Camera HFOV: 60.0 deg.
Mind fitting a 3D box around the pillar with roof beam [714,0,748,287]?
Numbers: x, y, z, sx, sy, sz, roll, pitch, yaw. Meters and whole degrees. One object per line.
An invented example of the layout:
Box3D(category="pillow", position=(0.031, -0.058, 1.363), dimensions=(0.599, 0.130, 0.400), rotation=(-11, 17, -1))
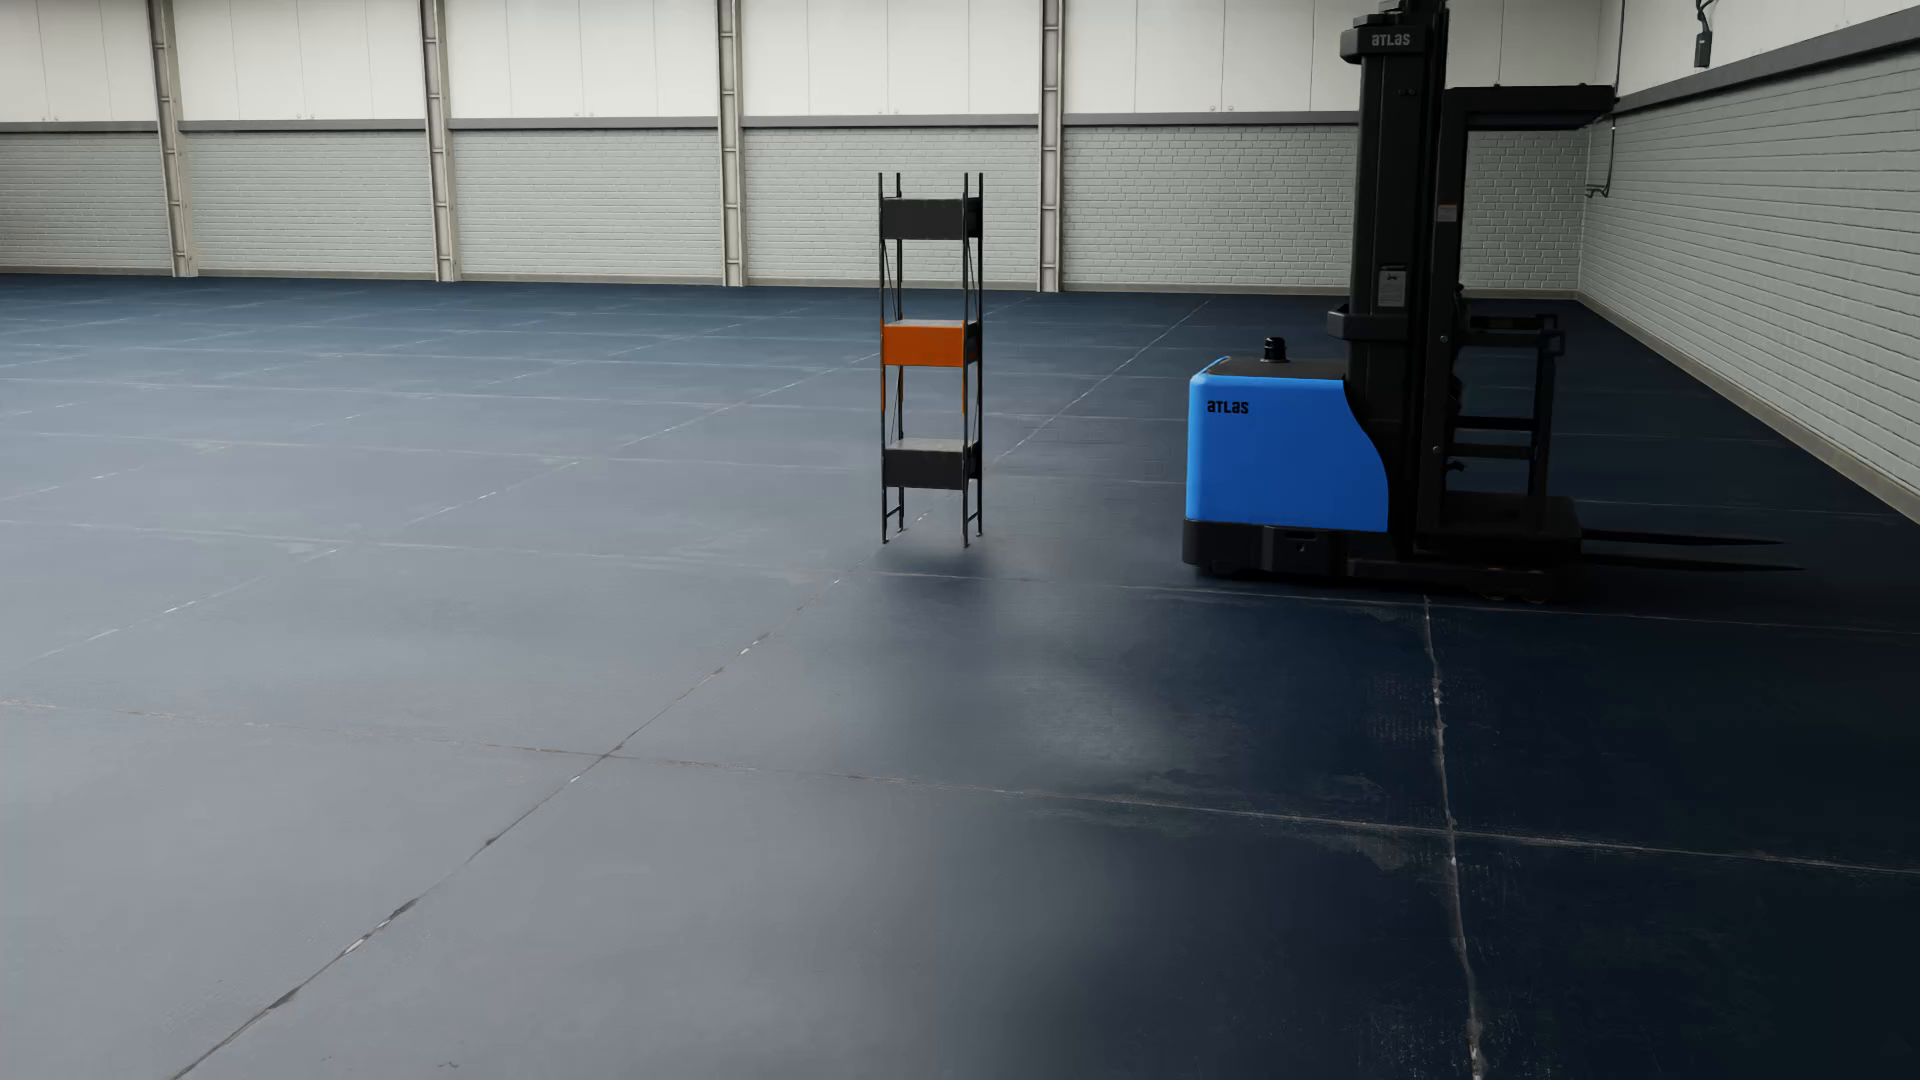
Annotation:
Box3D(category="pillar with roof beam", position=(-5.253, -8.271, 26.239), dimensions=(0.400, 9.000, 9.100), rotation=(3, 13, 14))

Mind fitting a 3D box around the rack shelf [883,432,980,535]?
Box3D(category="rack shelf", position=(-0.161, -0.337, 9.700), dimensions=(0.480, 0.518, 0.431), rotation=(3, 13, 14))

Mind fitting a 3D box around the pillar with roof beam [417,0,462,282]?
Box3D(category="pillar with roof beam", position=(-11.078, -8.583, 27.643), dimensions=(0.400, 9.000, 9.100), rotation=(3, 13, 14))

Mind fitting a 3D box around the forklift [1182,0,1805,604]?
Box3D(category="forklift", position=(2.763, -1.242, 8.565), dimensions=(3.031, 2.935, 1.130), rotation=(4, 13, 17))

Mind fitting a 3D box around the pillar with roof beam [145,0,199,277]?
Box3D(category="pillar with roof beam", position=(-16.903, -8.894, 29.046), dimensions=(0.400, 9.000, 9.100), rotation=(3, 13, 14))

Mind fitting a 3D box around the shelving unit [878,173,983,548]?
Box3D(category="shelving unit", position=(-0.161, -1.034, 9.545), dimensions=(0.503, 2.100, 0.431), rotation=(3, 13, 14))

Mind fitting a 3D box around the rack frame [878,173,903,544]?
Box3D(category="rack frame", position=(-0.398, -1.046, 9.602), dimensions=(0.015, 2.100, 0.400), rotation=(3, 13, 14))

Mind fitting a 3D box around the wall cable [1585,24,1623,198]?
Box3D(category="wall cable", position=(9.972, -6.607, 25.907), dimensions=(0.112, 2.526, 3.097), rotation=(3, 13, 14))

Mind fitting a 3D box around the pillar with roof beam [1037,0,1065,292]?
Box3D(category="pillar with roof beam", position=(0.572, -7.960, 24.836), dimensions=(0.400, 9.000, 9.100), rotation=(3, 13, 14))

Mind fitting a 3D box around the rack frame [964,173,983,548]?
Box3D(category="rack frame", position=(0.076, -1.021, 9.488), dimensions=(0.015, 2.100, 0.400), rotation=(3, 13, 14))

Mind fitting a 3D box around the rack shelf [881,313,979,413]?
Box3D(category="rack shelf", position=(-0.161, -1.020, 9.548), dimensions=(0.480, 0.518, 0.431), rotation=(3, 13, 14))

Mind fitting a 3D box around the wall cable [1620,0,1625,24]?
Box3D(category="wall cable", position=(9.324, -8.504, 22.796), dimensions=(0.112, 2.526, 3.097), rotation=(3, 13, 14))

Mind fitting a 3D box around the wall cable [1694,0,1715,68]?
Box3D(category="wall cable", position=(7.682, -7.788, 16.208), dimensions=(0.169, 6.003, 2.305), rotation=(3, 13, 14))

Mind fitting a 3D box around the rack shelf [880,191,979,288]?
Box3D(category="rack shelf", position=(-0.161, -1.704, 9.396), dimensions=(0.480, 0.518, 0.431), rotation=(3, 13, 14))
